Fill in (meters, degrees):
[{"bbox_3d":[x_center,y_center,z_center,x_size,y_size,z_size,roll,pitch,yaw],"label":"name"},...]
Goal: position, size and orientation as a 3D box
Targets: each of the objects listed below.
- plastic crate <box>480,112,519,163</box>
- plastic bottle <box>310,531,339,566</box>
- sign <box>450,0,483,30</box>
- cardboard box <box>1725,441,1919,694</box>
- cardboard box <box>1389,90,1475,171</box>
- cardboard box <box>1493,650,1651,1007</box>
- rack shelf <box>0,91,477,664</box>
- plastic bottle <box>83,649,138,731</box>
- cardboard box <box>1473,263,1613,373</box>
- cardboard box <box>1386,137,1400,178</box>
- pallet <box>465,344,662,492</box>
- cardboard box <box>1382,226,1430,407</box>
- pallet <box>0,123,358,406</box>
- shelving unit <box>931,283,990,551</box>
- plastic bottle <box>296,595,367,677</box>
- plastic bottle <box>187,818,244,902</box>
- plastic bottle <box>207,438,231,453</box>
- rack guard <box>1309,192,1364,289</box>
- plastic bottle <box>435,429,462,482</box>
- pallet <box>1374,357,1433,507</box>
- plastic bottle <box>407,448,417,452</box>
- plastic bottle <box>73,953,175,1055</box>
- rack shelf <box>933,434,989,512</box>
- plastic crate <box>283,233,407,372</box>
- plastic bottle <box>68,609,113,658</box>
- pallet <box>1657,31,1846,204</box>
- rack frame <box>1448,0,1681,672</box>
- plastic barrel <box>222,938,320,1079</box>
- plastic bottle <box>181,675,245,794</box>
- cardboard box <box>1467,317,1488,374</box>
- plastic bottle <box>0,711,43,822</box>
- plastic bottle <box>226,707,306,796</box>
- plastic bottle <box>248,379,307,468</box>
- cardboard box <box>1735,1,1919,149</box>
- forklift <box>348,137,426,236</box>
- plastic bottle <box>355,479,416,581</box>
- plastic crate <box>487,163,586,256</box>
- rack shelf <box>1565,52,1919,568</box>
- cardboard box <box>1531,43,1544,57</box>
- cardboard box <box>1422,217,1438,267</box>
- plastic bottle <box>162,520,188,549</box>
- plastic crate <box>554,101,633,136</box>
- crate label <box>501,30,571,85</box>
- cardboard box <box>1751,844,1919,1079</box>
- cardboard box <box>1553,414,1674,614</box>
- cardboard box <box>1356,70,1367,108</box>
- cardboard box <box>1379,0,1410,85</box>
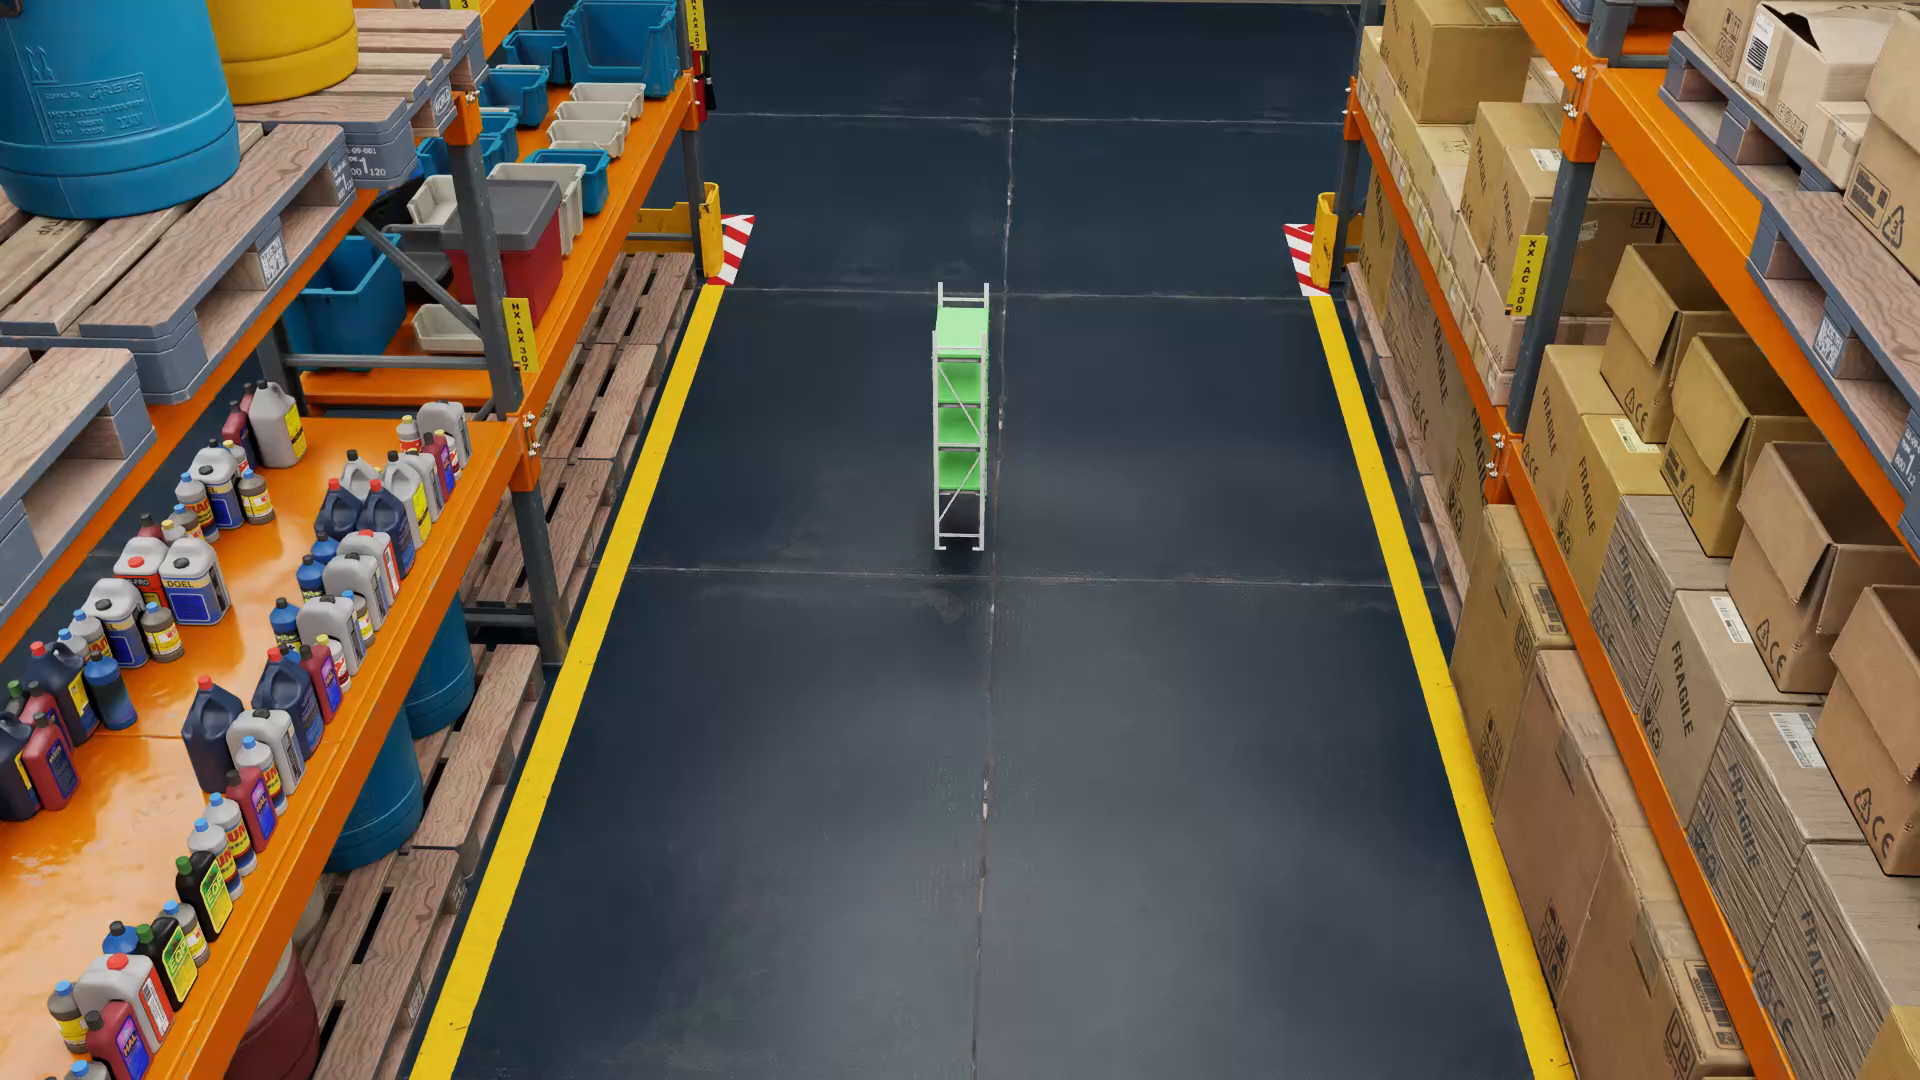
[{"bbox_3d":[-2.507,-2.068,8.677,0.416,0.233,0.300,1,35,2],"label":"plastic crate"},{"bbox_3d":[-2.129,0.090,5.626,0.097,0.271,0.097,0,35,0],"label":"plastic bottle"},{"bbox_3d":[-1.727,-1.921,5.759,0.100,0.325,0.005,1,35,2],"label":"sign"},{"bbox_3d":[2.607,0.077,4.572,0.797,0.503,0.637,2,35,3],"label":"cardboard box"},{"bbox_3d":[2.506,-2.091,8.489,0.500,0.250,0.500,0,35,0],"label":"cardboard box"},{"bbox_3d":[2.632,0.989,5.716,1.225,0.875,0.875,0,35,0],"label":"cardboard box"},{"bbox_3d":[-2.357,-0.488,4.353,1.077,0.370,4.000,1,35,2],"label":"rack shelf"},{"bbox_3d":[-2.618,0.452,5.110,0.097,0.271,0.097,0,35,0],"label":"plastic bottle"},{"bbox_3d":[2.428,-0.910,6.808,0.500,0.250,0.500,1,35,1],"label":"cardboard box"},{"bbox_3d":[2.450,-1.998,8.703,0.380,0.149,0.250,1,35,1],"label":"cardboard box"},{"bbox_3d":[-2.239,-0.690,9.048,1.003,0.211,1.213,1,35,2],"label":"pallet"},{"bbox_3d":[2.851,-1.298,8.971,0.875,0.875,0.875,1,35,2],"label":"cardboard box"},{"bbox_3d":[-2.253,-0.750,4.264,1.003,0.211,1.213,1,35,2],"label":"pallet"},{"bbox_3d":[0.007,-0.586,8.040,0.258,1.200,0.503,1,35,2],"label":"shelving unit"},{"bbox_3d":[-2.019,0.291,5.336,0.152,0.276,0.135,1,35,2],"label":"plastic bottle"},{"bbox_3d":[-2.031,0.864,4.523,0.097,0.271,0.097,0,35,0],"label":"plastic bottle"},{"bbox_3d":[-2.713,-0.252,6.111,0.097,0.271,0.097,0,35,0],"label":"plastic bottle"},{"bbox_3d":[2.834,-1.879,10.489,1.175,0.500,0.348,1,35,2],"label":"rack guard"},{"bbox_3d":[-1.946,-0.322,6.272,0.097,0.201,0.097,0,35,0],"label":"plastic bottle"},{"bbox_3d":[2.828,-0.587,8.901,1.003,0.211,1.213,1,35,2],"label":"pallet"},{"bbox_3d":[-2.012,-0.247,6.165,0.097,0.201,0.097,0,35,0],"label":"plastic bottle"},{"bbox_3d":[-2.078,1.138,4.130,0.152,0.276,0.135,1,35,2],"label":"plastic bottle"},{"bbox_3d":[0.007,-0.337,8.215,0.258,0.148,0.480,1,35,2],"label":"rack shelf"},{"bbox_3d":[-2.598,-0.998,7.024,0.392,0.384,0.575,1,35,2],"label":"plastic crate"},{"bbox_3d":[-2.754,0.337,5.274,0.097,0.271,0.097,0,35,0],"label":"plastic bottle"},{"bbox_3d":[2.685,-1.211,4.922,0.805,0.209,1.217,0,35,0],"label":"pallet"},{"bbox_3d":[2.673,-0.590,6.481,1.000,3.000,0.127,1,35,2],"label":"rack frame"},{"bbox_3d":[-2.389,1.478,5.270,0.600,0.588,0.708,1,35,2],"label":"plastic barrel"},{"bbox_3d":[-2.188,0.558,4.890,0.144,0.351,0.185,1,35,2],"label":"plastic bottle"},{"bbox_3d":[2.368,-0.818,7.024,0.380,0.149,0.250,2,35,3],"label":"cardboard box"},{"bbox_3d":[-2.753,0.625,4.795,0.144,0.351,0.185,1,35,2],"label":"plastic bottle"},{"bbox_3d":[-2.041,0.607,4.886,0.152,0.276,0.135,1,35,2],"label":"plastic bottle"},{"bbox_3d":[-2.616,-0.466,6.347,0.144,0.351,0.185,1,35,2],"label":"plastic bottle"},{"bbox_3d":[2.539,-1.324,4.629,0.500,0.311,0.500,0,35,0],"label":"cardboard box"},{"bbox_3d":[-4.697,-2.855,9.764,1.130,2.935,3.031,16,38,22],"label":"forklift"},{"bbox_3d":[-1.994,-0.042,5.744,0.144,0.351,0.185,1,35,2],"label":"plastic bottle"},{"bbox_3d":[-2.031,-1.553,7.902,0.437,0.282,0.530,1,35,2],"label":"plastic crate"},{"bbox_3d":[2.592,-0.374,4.190,1.077,0.370,4.000,1,35,2],"label":"rack shelf"},{"bbox_3d":[3.076,-2.969,9.086,0.500,0.500,0.500,2,35,2],"label":"cardboard box"},{"bbox_3d":[2.409,-1.408,7.863,0.380,0.149,0.250,1,35,1],"label":"cardboard box"},{"bbox_3d":[-2.730,0.022,5.782,0.097,0.201,0.097,0,35,0],"label":"plastic bottle"},{"bbox_3d":[-1.993,-2.280,9.063,0.396,0.136,0.243,1,35,2],"label":"plastic crate"},{"bbox_3d":[-2.454,-2.824,9.753,0.416,0.233,0.303,1,35,2],"label":"crate label"},{"bbox_3d":[2.310,1.092,4.001,0.500,0.500,0.500,1,35,1],"label":"cardboard box"},{"bbox_3d":[2.385,-0.083,5.673,0.500,0.500,0.500,1,35,2],"label":"cardboard box"},{"bbox_3d":[2.489,-2.589,9.543,0.380,0.149,0.250,2,35,2],"label":"cardboard box"},{"bbox_3d":[2.524,-2.698,8.700,0.500,0.500,0.500,1,35,1],"label":"cardboard box"}]
